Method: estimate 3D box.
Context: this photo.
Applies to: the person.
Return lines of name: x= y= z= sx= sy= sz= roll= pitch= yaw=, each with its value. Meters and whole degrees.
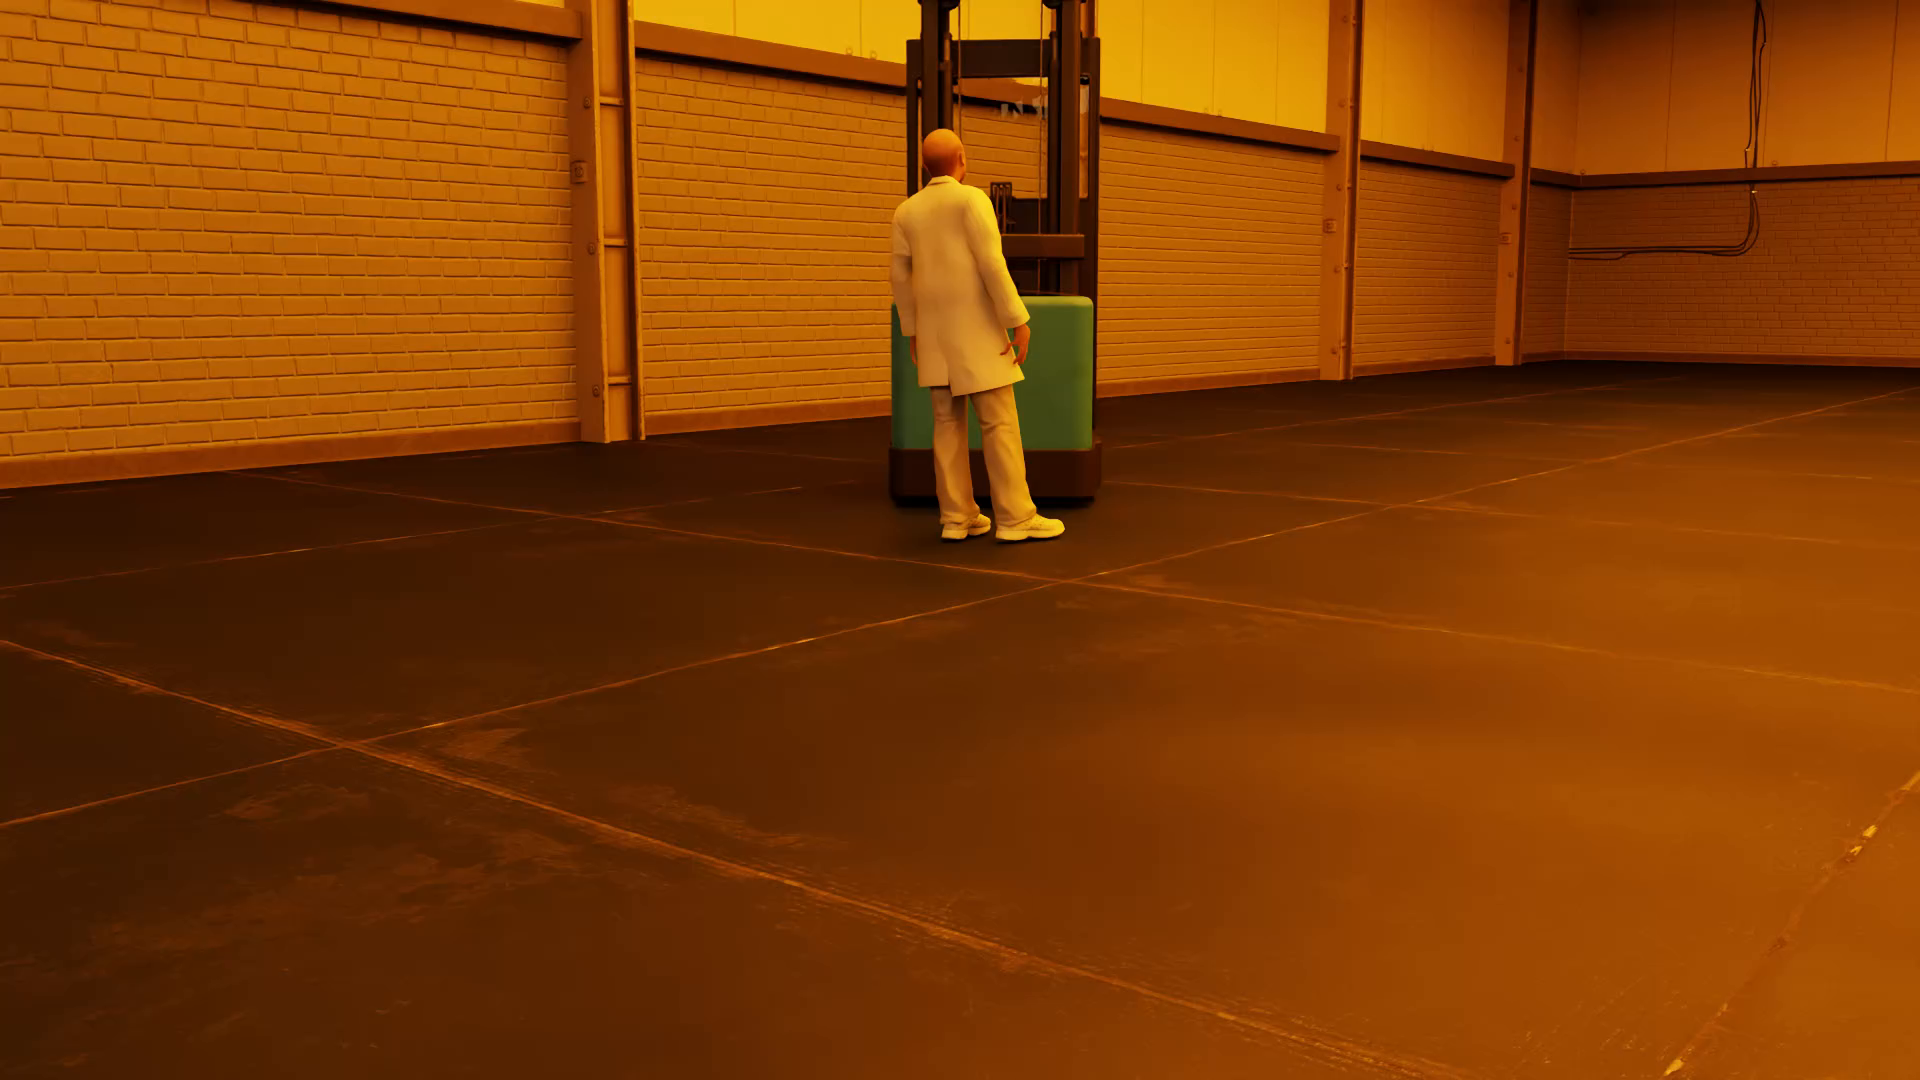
person: x=0.060 y=-0.896 z=7.342 sx=0.694 sy=1.775 sz=0.581 roll=7 pitch=11 yaw=38

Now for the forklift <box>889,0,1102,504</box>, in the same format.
forklift: x=0.261 y=-1.816 z=9.690 sx=1.130 sy=2.935 sz=3.031 roll=1 pitch=8 yaw=4
